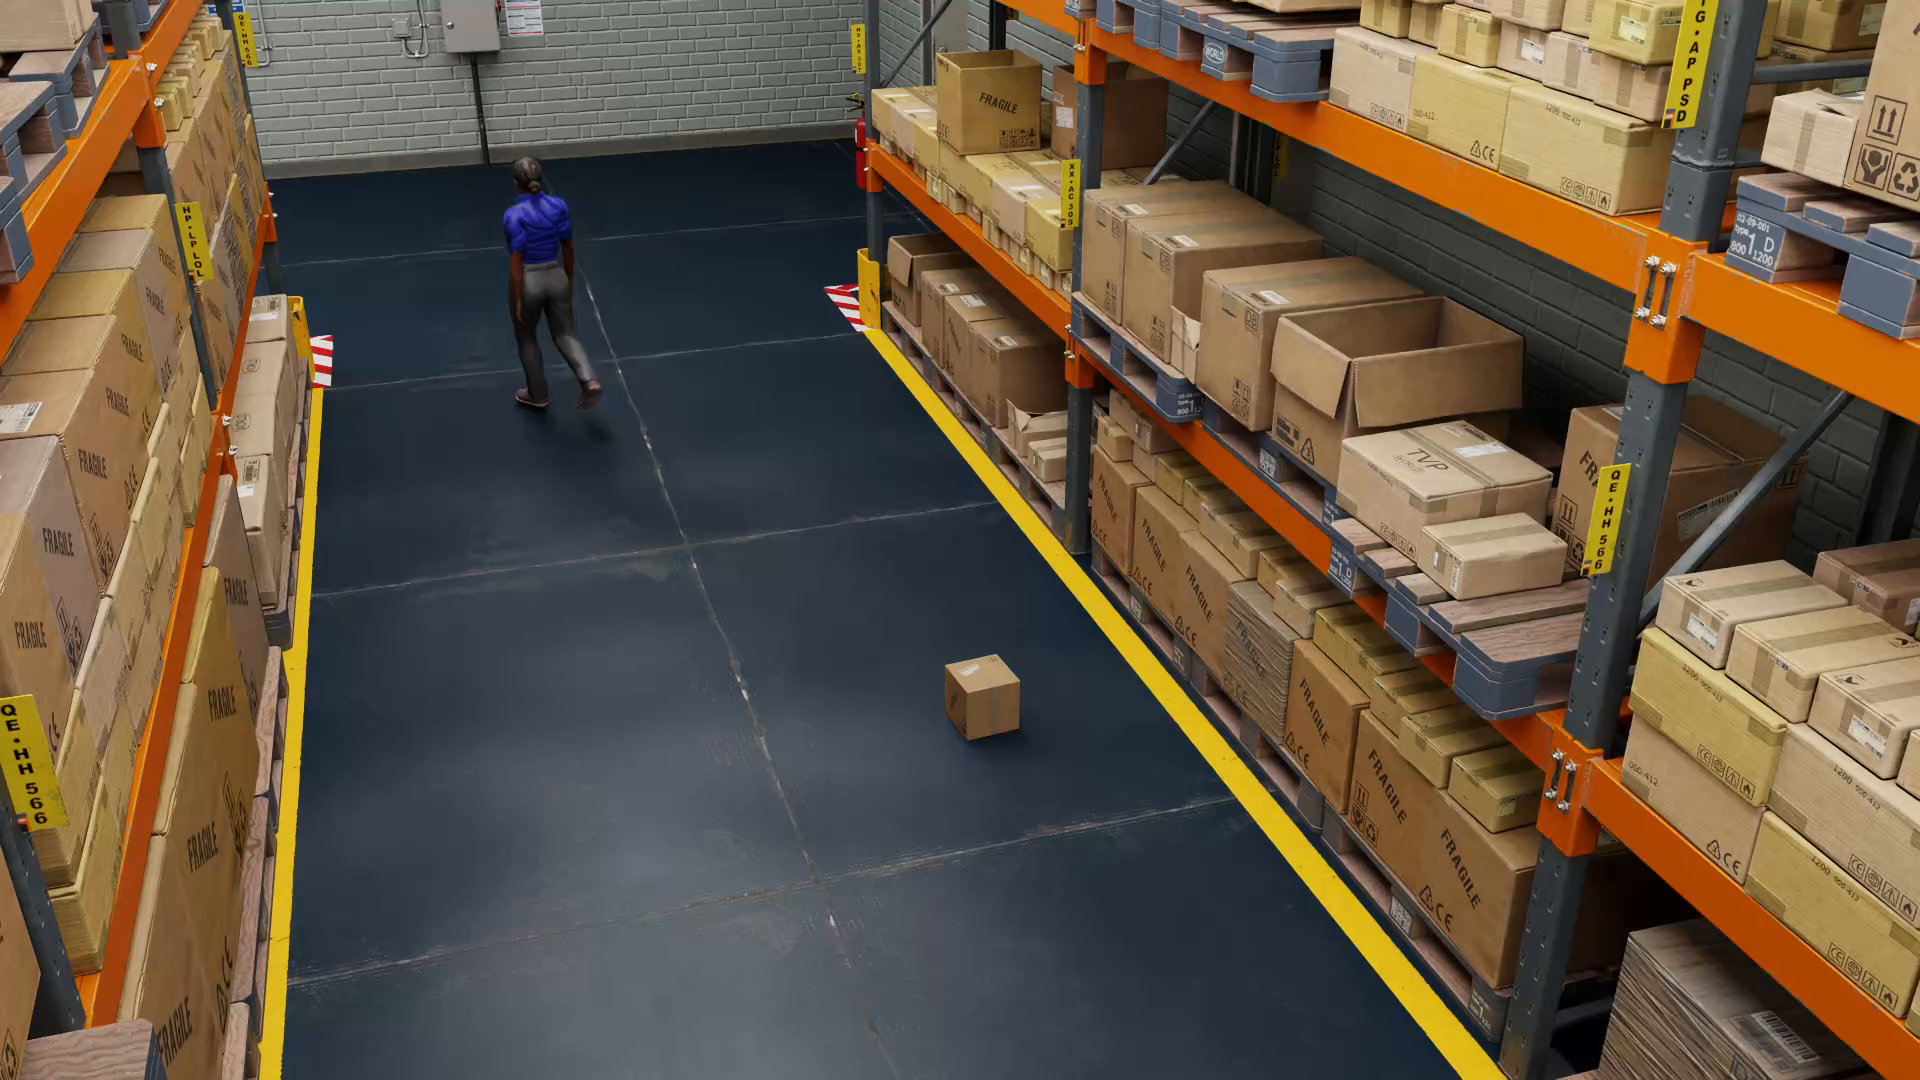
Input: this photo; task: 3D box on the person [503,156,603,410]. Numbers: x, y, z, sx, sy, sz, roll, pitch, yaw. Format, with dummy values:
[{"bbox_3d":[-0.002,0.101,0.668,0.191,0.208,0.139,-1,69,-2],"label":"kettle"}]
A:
[{"bbox_3d":[-2.542,-1.544,10.195,0.454,1.624,0.799,-21,33,-35],"label":"person"}]
